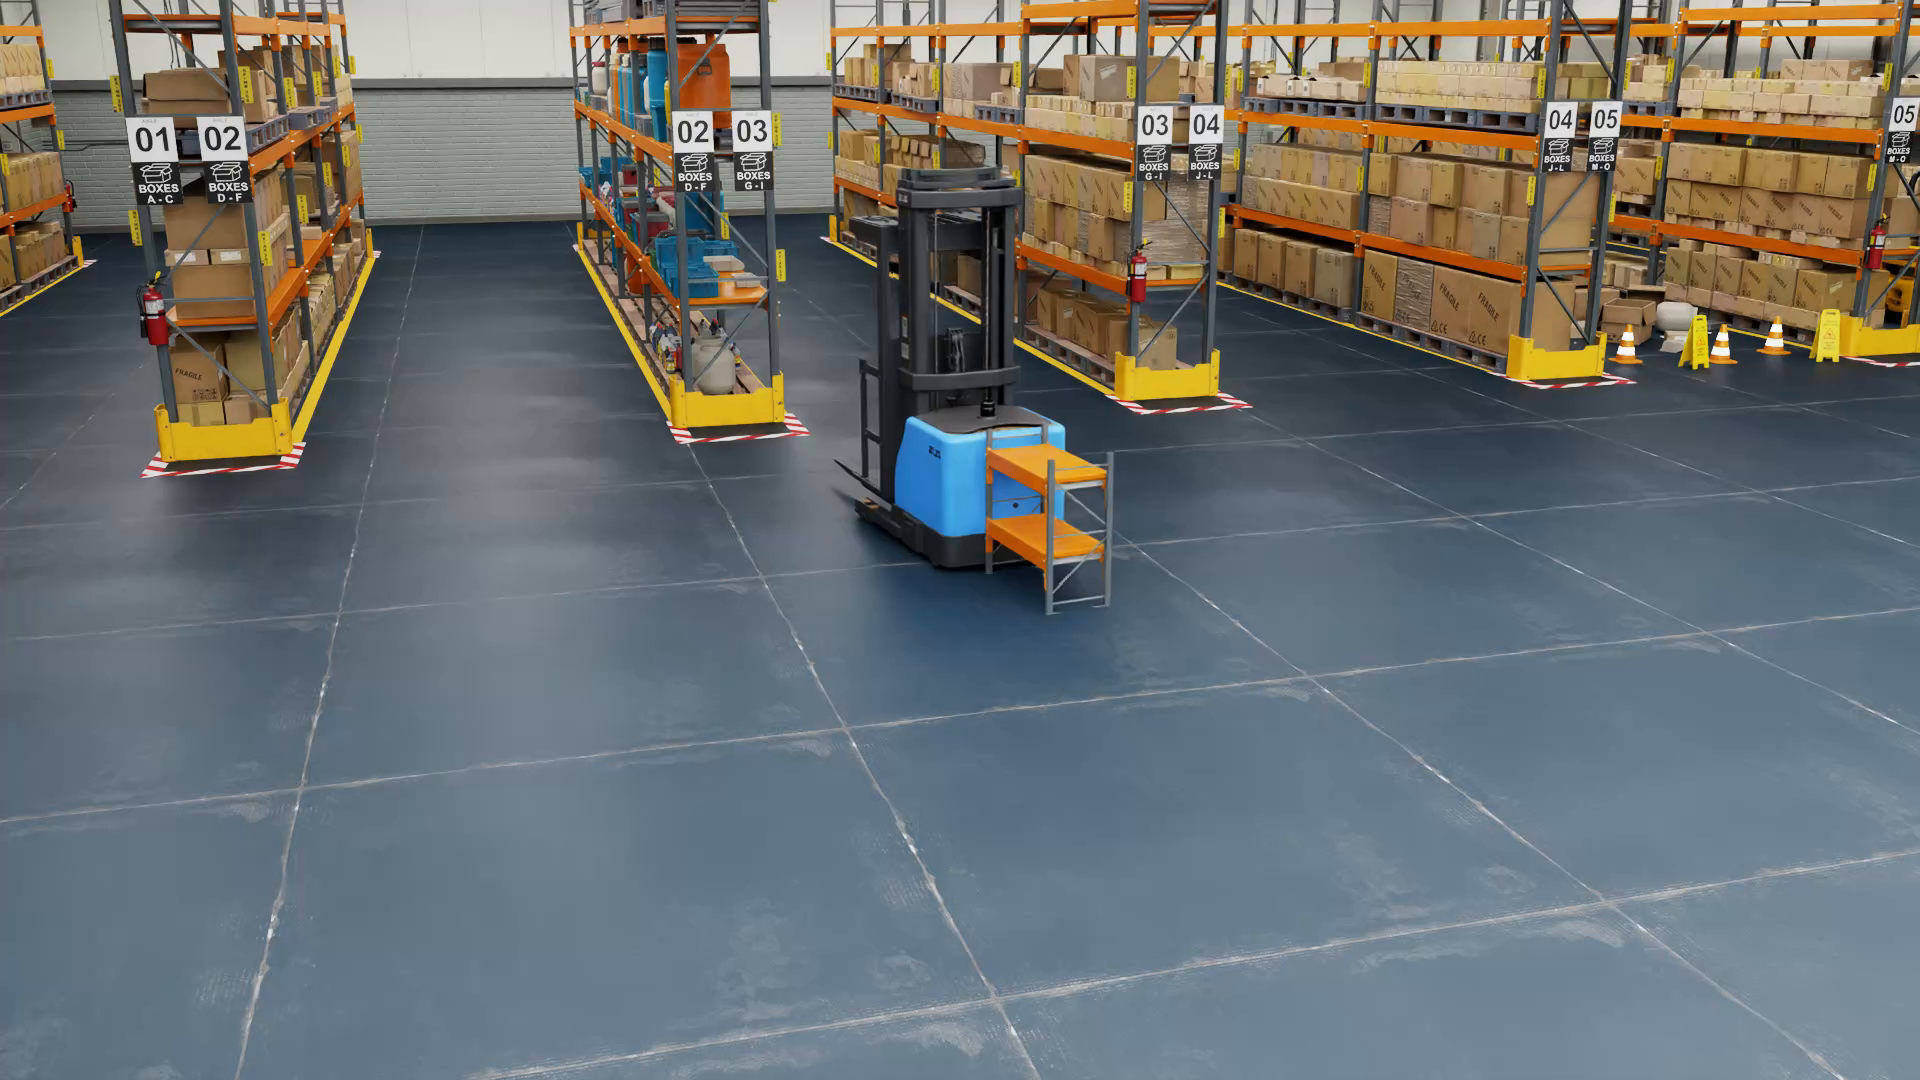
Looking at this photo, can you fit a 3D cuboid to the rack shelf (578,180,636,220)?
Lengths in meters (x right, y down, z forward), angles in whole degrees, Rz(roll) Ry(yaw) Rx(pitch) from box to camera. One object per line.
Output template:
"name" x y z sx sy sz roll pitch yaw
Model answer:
"rack shelf" -6.240 -6.202 30.137 1.077 0.370 4.000 -5 17 -15

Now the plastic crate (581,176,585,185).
"plastic crate" -6.843 -6.625 30.648 0.250 0.136 0.298 -5 17 -15

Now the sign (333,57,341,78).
"sign" -9.921 -7.521 26.478 0.100 0.325 0.005 -5 17 -15

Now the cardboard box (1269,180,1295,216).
"cardboard box" 5.113 -5.265 25.593 0.500 0.500 0.500 -5 17 -15

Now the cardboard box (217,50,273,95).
"cardboard box" -8.387 -5.489 19.524 0.500 0.500 0.500 -4 17 -15

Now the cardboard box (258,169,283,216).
"cardboard box" -8.127 -3.937 18.916 0.700 0.500 0.500 -5 17 -15

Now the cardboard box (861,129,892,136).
"cardboard box" -1.640 -7.807 32.670 0.500 0.500 0.500 -4 17 -15

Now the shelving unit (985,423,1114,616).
"shelving unit" 0.631 -0.172 12.071 0.538 1.125 1.048 -7 18 -23

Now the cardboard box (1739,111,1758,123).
"cardboard box" 10.919 -5.803 22.779 0.380 0.149 0.250 -5 17 -16

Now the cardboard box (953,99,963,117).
"cardboard box" 0.197 -6.351 24.429 0.500 0.250 0.500 -4 17 -14

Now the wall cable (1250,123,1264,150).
"wall cable" 7.290 -10.435 41.211 0.588 1.984 0.122 -5 17 -15

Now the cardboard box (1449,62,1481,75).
"cardboard box" 6.329 -5.866 20.698 0.380 0.149 0.250 -5 17 -15

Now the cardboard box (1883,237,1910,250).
"cardboard box" 12.004 -3.839 21.457 0.380 0.149 0.250 -5 17 -15

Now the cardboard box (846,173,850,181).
"cardboard box" -1.963 -6.963 31.855 0.380 0.149 0.250 -5 17 -16

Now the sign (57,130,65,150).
"sign" -15.789 -7.024 29.197 0.100 0.325 0.005 -5 17 -15

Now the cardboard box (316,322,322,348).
"cardboard box" -8.267 -2.547 20.767 0.500 0.250 0.500 -4 17 -14

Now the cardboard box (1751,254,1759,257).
"cardboard box" 11.503 -3.775 23.552 0.500 0.500 0.500 -4 17 -12

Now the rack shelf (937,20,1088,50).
"rack shelf" 0.721 -7.063 23.268 1.077 0.370 4.000 -5 17 -15

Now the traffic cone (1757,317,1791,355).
"traffic cone" 10.540 -2.651 21.475 0.336 0.463 0.334 -5 17 -15

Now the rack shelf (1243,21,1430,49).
"rack shelf" 5.518 -7.427 24.480 1.077 0.370 4.000 -5 17 -15

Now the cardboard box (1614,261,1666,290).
"cardboard box" 10.653 -4.043 25.537 0.950 0.372 0.625 -4 17 -15

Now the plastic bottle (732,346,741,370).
"plastic bottle" -2.591 -2.105 19.222 0.097 0.271 0.097 0 17 0

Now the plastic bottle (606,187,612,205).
"plastic bottle" -5.517 -5.393 26.278 0.144 0.351 0.185 -5 17 -15

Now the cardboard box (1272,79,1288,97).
"cardboard box" 5.093 -6.901 25.354 0.500 0.250 0.500 -4 17 -14

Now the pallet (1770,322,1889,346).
"pallet" 11.688 -2.762 22.282 1.003 0.211 1.213 -5 17 -15

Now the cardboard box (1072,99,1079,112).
"cardboard box" 1.562 -5.188 19.862 0.380 0.149 0.250 -4 17 -14

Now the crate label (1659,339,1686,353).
"crate label" 9.290 -2.526 21.624 0.298 0.136 0.250 16 23 42

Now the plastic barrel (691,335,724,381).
"plastic barrel" -2.784 -1.999 18.486 0.421 0.512 0.421 0 17 0

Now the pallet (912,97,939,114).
"pallet" -0.056 -6.799 25.986 1.213 0.211 1.003 -4 17 -13

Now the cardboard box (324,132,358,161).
"cardboard box" -11.027 -6.995 29.614 0.500 0.500 0.500 -4 17 -14

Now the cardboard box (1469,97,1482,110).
"cardboard box" 6.470 -5.342 20.342 0.380 0.149 0.250 -5 17 -16

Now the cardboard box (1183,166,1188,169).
"cardboard box" 4.038 -6.324 28.479 0.380 0.149 0.250 -4 17 -14

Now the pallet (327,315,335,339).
"pallet" -9.166 -2.930 22.841 1.003 0.211 1.213 -5 17 -15

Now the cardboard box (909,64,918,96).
"cardboard box" -0.410 -7.529 27.180 0.797 0.503 0.637 -5 17 -16

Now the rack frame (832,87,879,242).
"rack frame" -2.027 -7.492 33.178 1.000 3.000 0.127 -5 17 -15

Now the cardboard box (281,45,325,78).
"cardboard box" -10.624 -7.698 26.739 0.700 0.500 0.500 -5 17 -15

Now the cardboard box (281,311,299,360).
"cardboard box" -7.650 -2.245 18.459 0.500 0.500 0.500 -5 17 -15

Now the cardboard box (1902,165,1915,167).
"cardboard box" 15.158 -5.927 26.667 0.380 0.149 0.250 -5 17 -15

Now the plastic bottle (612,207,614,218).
"plastic bottle" -5.216 -4.994 25.210 0.097 0.201 0.097 0 17 0

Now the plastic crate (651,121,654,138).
"plastic crate" -3.320 -4.658 18.899 0.336 0.188 0.450 -5 17 -15

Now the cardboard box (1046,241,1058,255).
"cardboard box" 1.299 -3.691 20.962 0.380 0.149 0.250 -5 17 -15

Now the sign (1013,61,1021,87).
"sign" 0.738 -6.000 21.416 0.100 0.325 0.005 -5 17 -15

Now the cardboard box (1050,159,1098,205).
"cardboard box" 1.426 -4.420 20.525 0.500 0.500 0.500 -5 17 -15

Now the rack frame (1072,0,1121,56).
"rack frame" 2.770 -10.729 33.528 1.000 3.000 0.127 -5 17 -15

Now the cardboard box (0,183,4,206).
"cardboard box" -14.846 -5.303 25.165 0.500 0.500 0.500 -5 17 -16

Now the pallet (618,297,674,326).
"pallet" -4.415 -3.334 24.186 1.003 0.211 1.213 -5 17 -15

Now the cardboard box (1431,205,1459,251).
"cardboard box" 6.631 -4.060 21.492 0.875 0.550 0.500 -5 17 -15

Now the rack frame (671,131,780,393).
"rack frame" -2.392 -2.674 17.141 1.000 3.000 0.127 -5 17 -15

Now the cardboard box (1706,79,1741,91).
"cardboard box" 10.735 -6.398 23.373 0.380 0.149 0.250 -5 18 -17

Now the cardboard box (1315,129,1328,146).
"cardboard box" 7.657 -8.362 34.166 0.500 0.500 0.500 -5 17 -16

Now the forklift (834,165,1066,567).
"forklift" -0.236 -1.577 13.608 1.130 2.935 3.031 -7 18 -23
